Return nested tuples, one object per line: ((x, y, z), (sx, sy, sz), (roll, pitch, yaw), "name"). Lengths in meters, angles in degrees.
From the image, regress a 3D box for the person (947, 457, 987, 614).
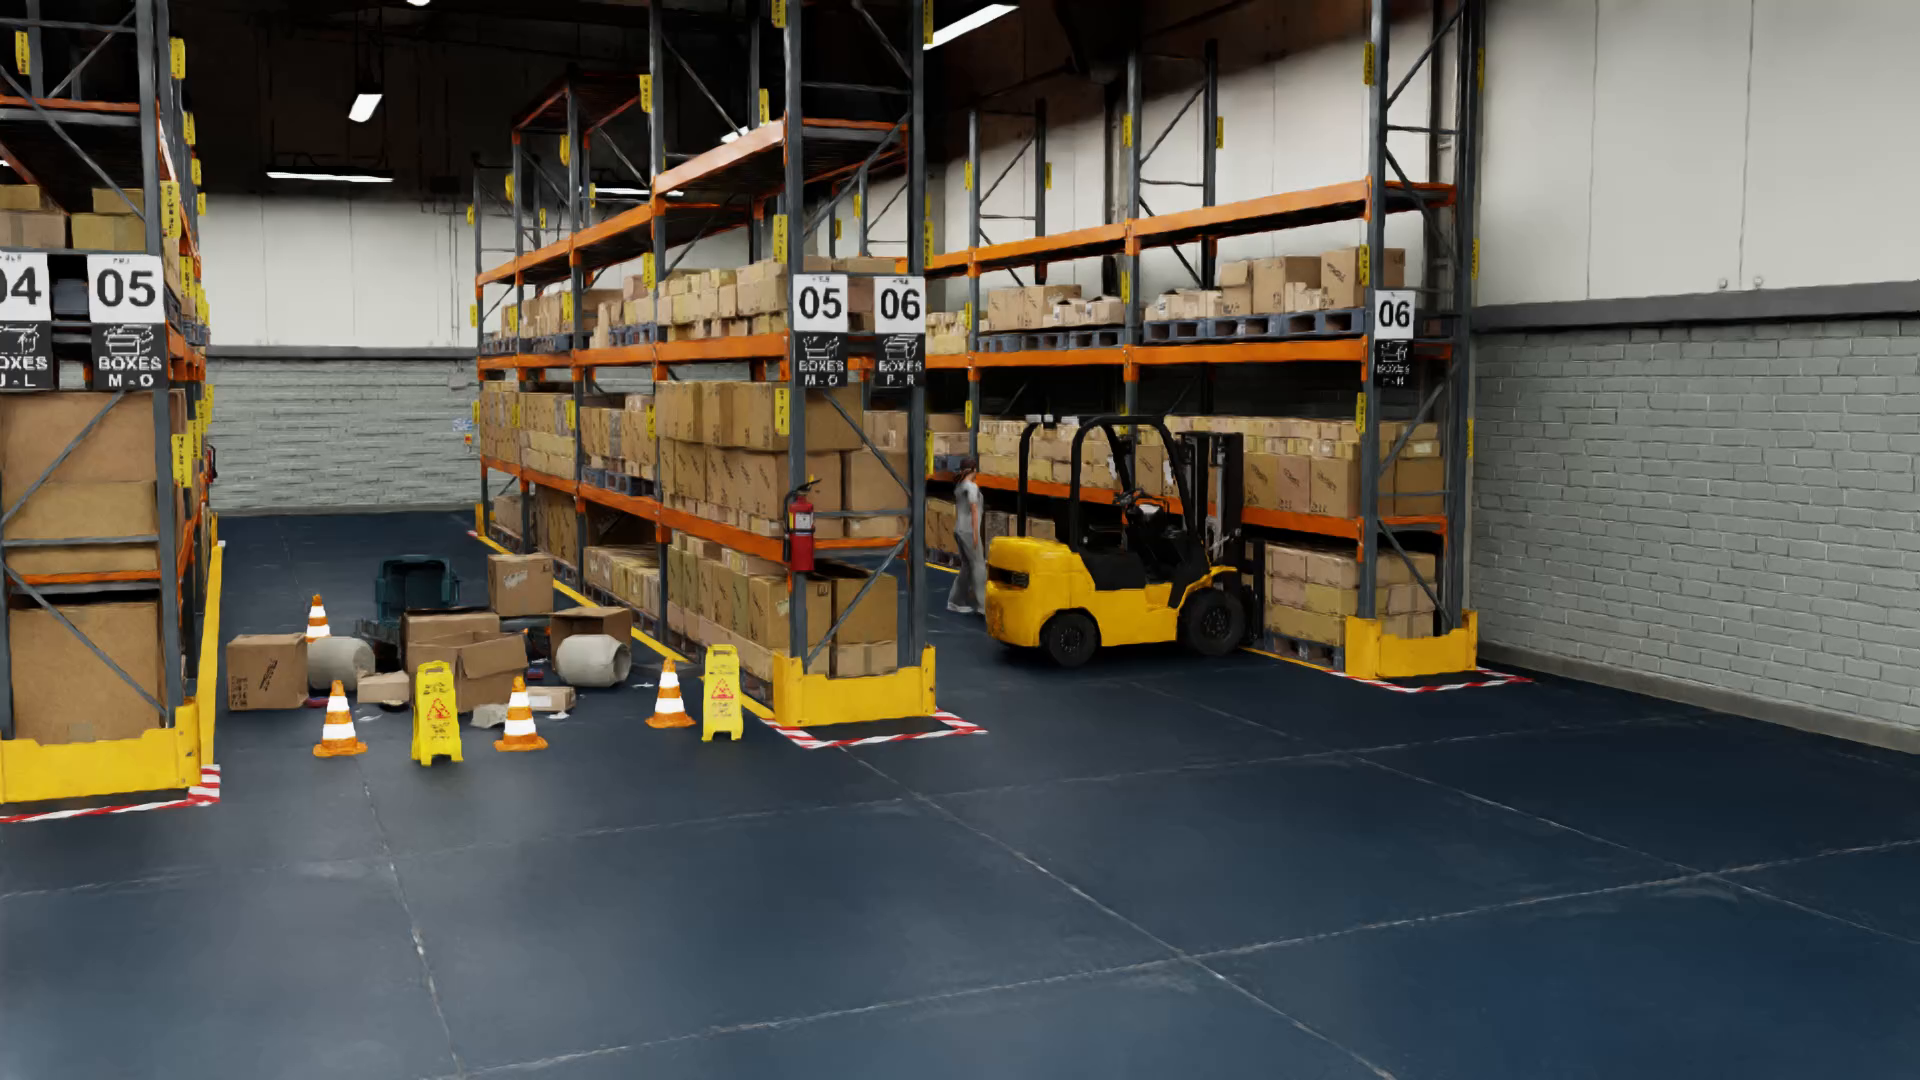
((0.166, -0.038, 17.585), (0.538, 1.647, 0.598), (-1, 6, -14), "person")
